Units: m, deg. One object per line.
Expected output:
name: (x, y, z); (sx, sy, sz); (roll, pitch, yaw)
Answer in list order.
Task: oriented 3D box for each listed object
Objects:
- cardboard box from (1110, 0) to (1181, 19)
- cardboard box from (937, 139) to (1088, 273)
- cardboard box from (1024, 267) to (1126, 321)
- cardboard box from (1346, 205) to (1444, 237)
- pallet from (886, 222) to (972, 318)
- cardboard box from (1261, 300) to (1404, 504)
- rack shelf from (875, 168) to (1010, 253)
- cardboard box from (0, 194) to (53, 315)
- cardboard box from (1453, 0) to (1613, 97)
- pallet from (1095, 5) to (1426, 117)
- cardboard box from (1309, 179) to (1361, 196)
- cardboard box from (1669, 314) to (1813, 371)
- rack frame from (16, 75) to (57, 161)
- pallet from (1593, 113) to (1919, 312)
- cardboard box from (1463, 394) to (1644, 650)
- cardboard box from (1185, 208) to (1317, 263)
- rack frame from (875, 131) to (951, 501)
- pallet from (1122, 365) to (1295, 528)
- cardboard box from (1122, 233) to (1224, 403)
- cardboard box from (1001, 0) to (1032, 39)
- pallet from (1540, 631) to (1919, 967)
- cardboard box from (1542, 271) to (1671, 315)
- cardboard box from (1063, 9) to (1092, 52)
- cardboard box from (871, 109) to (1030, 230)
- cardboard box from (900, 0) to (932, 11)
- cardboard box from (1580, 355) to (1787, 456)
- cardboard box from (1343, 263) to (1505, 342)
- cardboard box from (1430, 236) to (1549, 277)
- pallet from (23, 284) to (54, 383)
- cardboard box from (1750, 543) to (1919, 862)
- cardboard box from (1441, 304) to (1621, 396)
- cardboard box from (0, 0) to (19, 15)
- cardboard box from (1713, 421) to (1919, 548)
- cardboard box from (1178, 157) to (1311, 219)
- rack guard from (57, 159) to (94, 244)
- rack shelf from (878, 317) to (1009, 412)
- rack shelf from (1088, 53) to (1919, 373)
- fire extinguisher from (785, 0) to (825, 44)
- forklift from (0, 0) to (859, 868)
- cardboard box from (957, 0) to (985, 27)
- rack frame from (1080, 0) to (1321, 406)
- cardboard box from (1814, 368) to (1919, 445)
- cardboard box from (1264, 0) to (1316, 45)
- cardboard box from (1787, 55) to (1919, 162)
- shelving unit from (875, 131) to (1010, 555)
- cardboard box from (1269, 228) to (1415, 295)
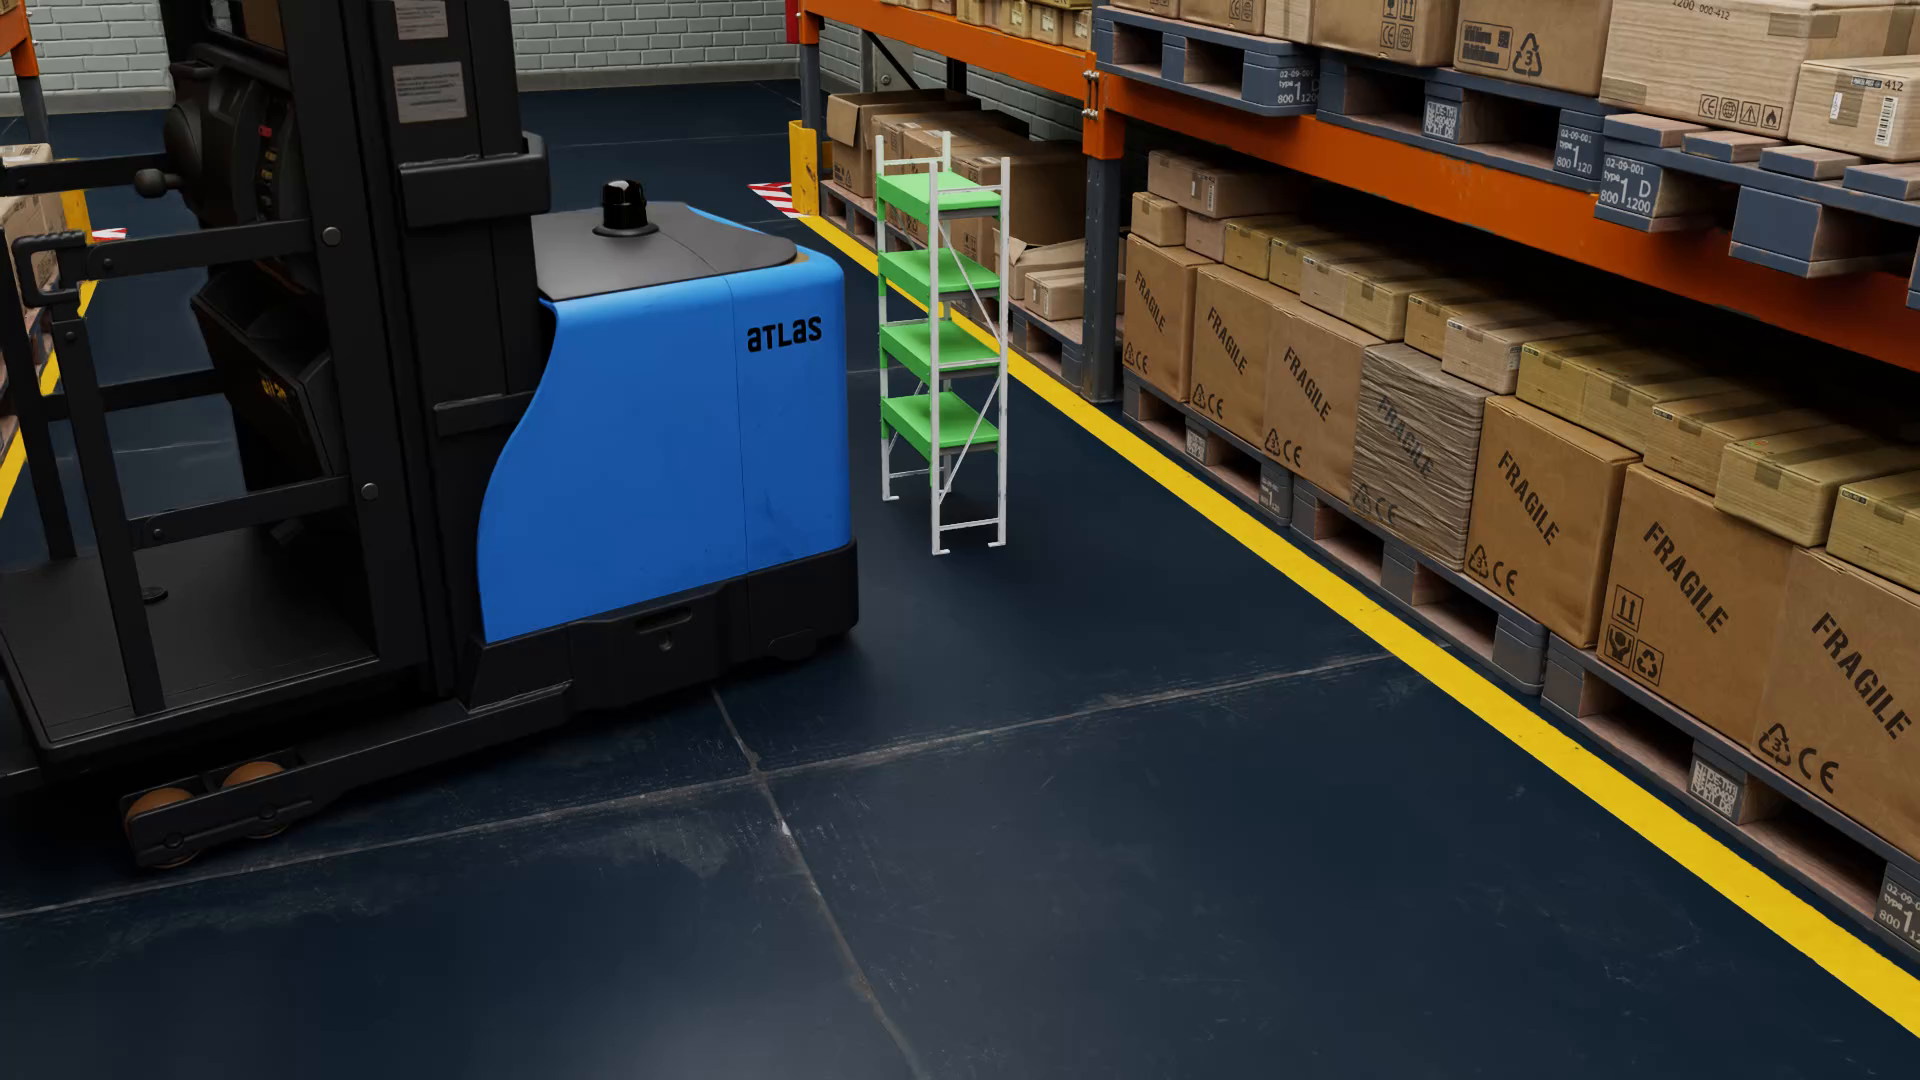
cardboard box: (0.927, -2.029, 5.532); (0.700, 0.500, 0.500); (-8, 24, -18)
cardboard box: (0.312, -1.562, 7.772); (0.700, 0.500, 0.500); (-9, 25, -21)
cardboard box: (0.494, -1.037, 6.979); (0.380, 0.149, 0.250); (-9, 25, -21)
cardboard box: (1.557, -1.060, 5.745); (0.380, 0.149, 0.250); (-8, 24, -18)
pallet: (0.289, -1.404, 8.310); (1.003, 0.211, 1.213); (-8, 24, -19)
cardboard box: (1.295, -0.456, 5.149); (0.500, 0.500, 0.500); (-9, 25, -21)
rack shelf: (-0.059, -0.996, 4.998); (0.258, 0.148, 0.480); (-8, 24, -19)
cardboard box: (-4.432, -1.222, 7.045); (0.875, 0.438, 0.875); (-8, 24, -18)
cardboard box: (1.629, -1.351, 3.919); (0.797, 0.503, 0.637); (-9, 24, -20)
pallet: (1.145, -1.602, 5.435); (1.003, 0.211, 1.213); (-8, 24, -19)
cardboard box: (1.365, -1.242, 6.177); (0.380, 0.149, 0.250); (-9, 25, -21)
cardboard box: (2.107, -0.494, 4.403); (0.380, 0.149, 0.250); (-9, 24, -20)
rack frame: (-5.090, -2.766, 7.952); (1.000, 3.000, 0.127); (-8, 24, -19)
pallet: (2.073, -0.690, 3.273); (1.213, 0.211, 1.003); (-8, 24, -19)
cardboard box: (1.673, -0.081, 4.258); (0.500, 0.500, 0.500); (-7, 24, -17)
cardboard box: (1.013, -1.079, 5.791); (0.380, 0.149, 0.250); (-9, 24, -20)
rack frame: (-0.145, -0.702, 5.370); (0.240, 1.200, 0.015); (-8, 24, -19)
pallet: (1.288, -0.420, 5.975); (1.003, 0.211, 1.213); (-8, 24, -19)
cardboard box: (0.926, -0.830, 6.036); (0.500, 0.500, 0.500); (-7, 24, -17)
cardboard box: (0.390, -2.144, 6.797); (0.380, 0.149, 0.250); (-8, 24, -18)
pallet: (2.150, 0.466, 3.872); (1.003, 0.211, 1.213); (-8, 24, -19)
cardboard box: (1.923, -0.681, 4.847); (0.380, 0.149, 0.250); (-9, 25, -21)
cardboard box: (0.616, -1.961, 6.364); (0.380, 0.149, 0.250); (-8, 24, -18)
cardboard box: (-0.055, -1.939, 8.667); (0.700, 0.500, 0.500); (-7, 24, -17)
cardboard box: (-0.068, -2.608, 7.900); (0.380, 0.149, 0.250); (-8, 24, -18)
cardboard box: (1.739, -0.326, 4.004); (0.380, 0.149, 0.250); (-8, 24, -17)
cardboard box: (1.363, -0.703, 4.899); (0.380, 0.149, 0.250); (-7, 24, -17)
cardboard box: (1.719, -0.863, 5.278); (0.380, 0.149, 0.250); (-8, 24, -18)
pallet: (-4.307, -0.759, 6.779); (1.003, 0.211, 1.213); (-8, 24, -19)
cardboard box: (2.028, 0.292, 3.373); (0.500, 0.500, 0.500); (-8, 24, -17)
cardboard box: (1.525, -0.513, 4.448); (0.380, 0.149, 0.250); (-10, 25, -22)
cardboard box: (-4.672, -2.674, 7.603); (0.500, 0.500, 0.500); (-8, 24, -19)
cardboard box: (1.841, -0.122, 3.521); (0.380, 0.149, 0.250); (-10, 25, -22)
cardboard box: (0.980, -1.218, 5.738); (0.380, 0.149, 0.250); (-10, 25, -22)
rack guard: (-5.099, -1.623, 8.458); (1.175, 0.500, 0.348); (-8, 24, -19)
rack shelf: (-0.059, -0.554, 5.184); (0.258, 0.148, 0.480); (-8, 24, -19)
rack shelf: (1.672, -0.937, 4.538); (1.077, 0.370, 4.000); (-8, 24, -19)
fire extinguisher: (-0.932, -3.231, 9.635); (0.296, 0.674, 0.183); (-8, 24, -19)
forklift: (-1.769, -0.879, 3.561); (3.031, 2.935, 1.130); (-16, 27, -33)
cardboard box: (0.206, -2.332, 7.243); (0.380, 0.149, 0.250); (-9, 24, -20)
rack frame: (0.965, -1.995, 6.122); (1.000, 3.000, 0.127); (-8, 24, -19)
cardboard box: (2.254, -0.294, 3.929); (0.380, 0.149, 0.250); (-8, 24, -18)
cardboard box: (1.097, -1.570, 4.744); (0.396, 0.266, 0.258); (-7, 24, -16)
cardboard box: (1.787, -0.806, 3.083); (0.380, 0.149, 0.250); (-8, 24, -18)
shelving unit: (-0.059, -0.613, 5.160); (0.258, 1.200, 0.503); (-8, 24, -19)
cardboard box: (1.224, -0.890, 5.341); (0.380, 0.149, 0.250); (-9, 24, -20)
